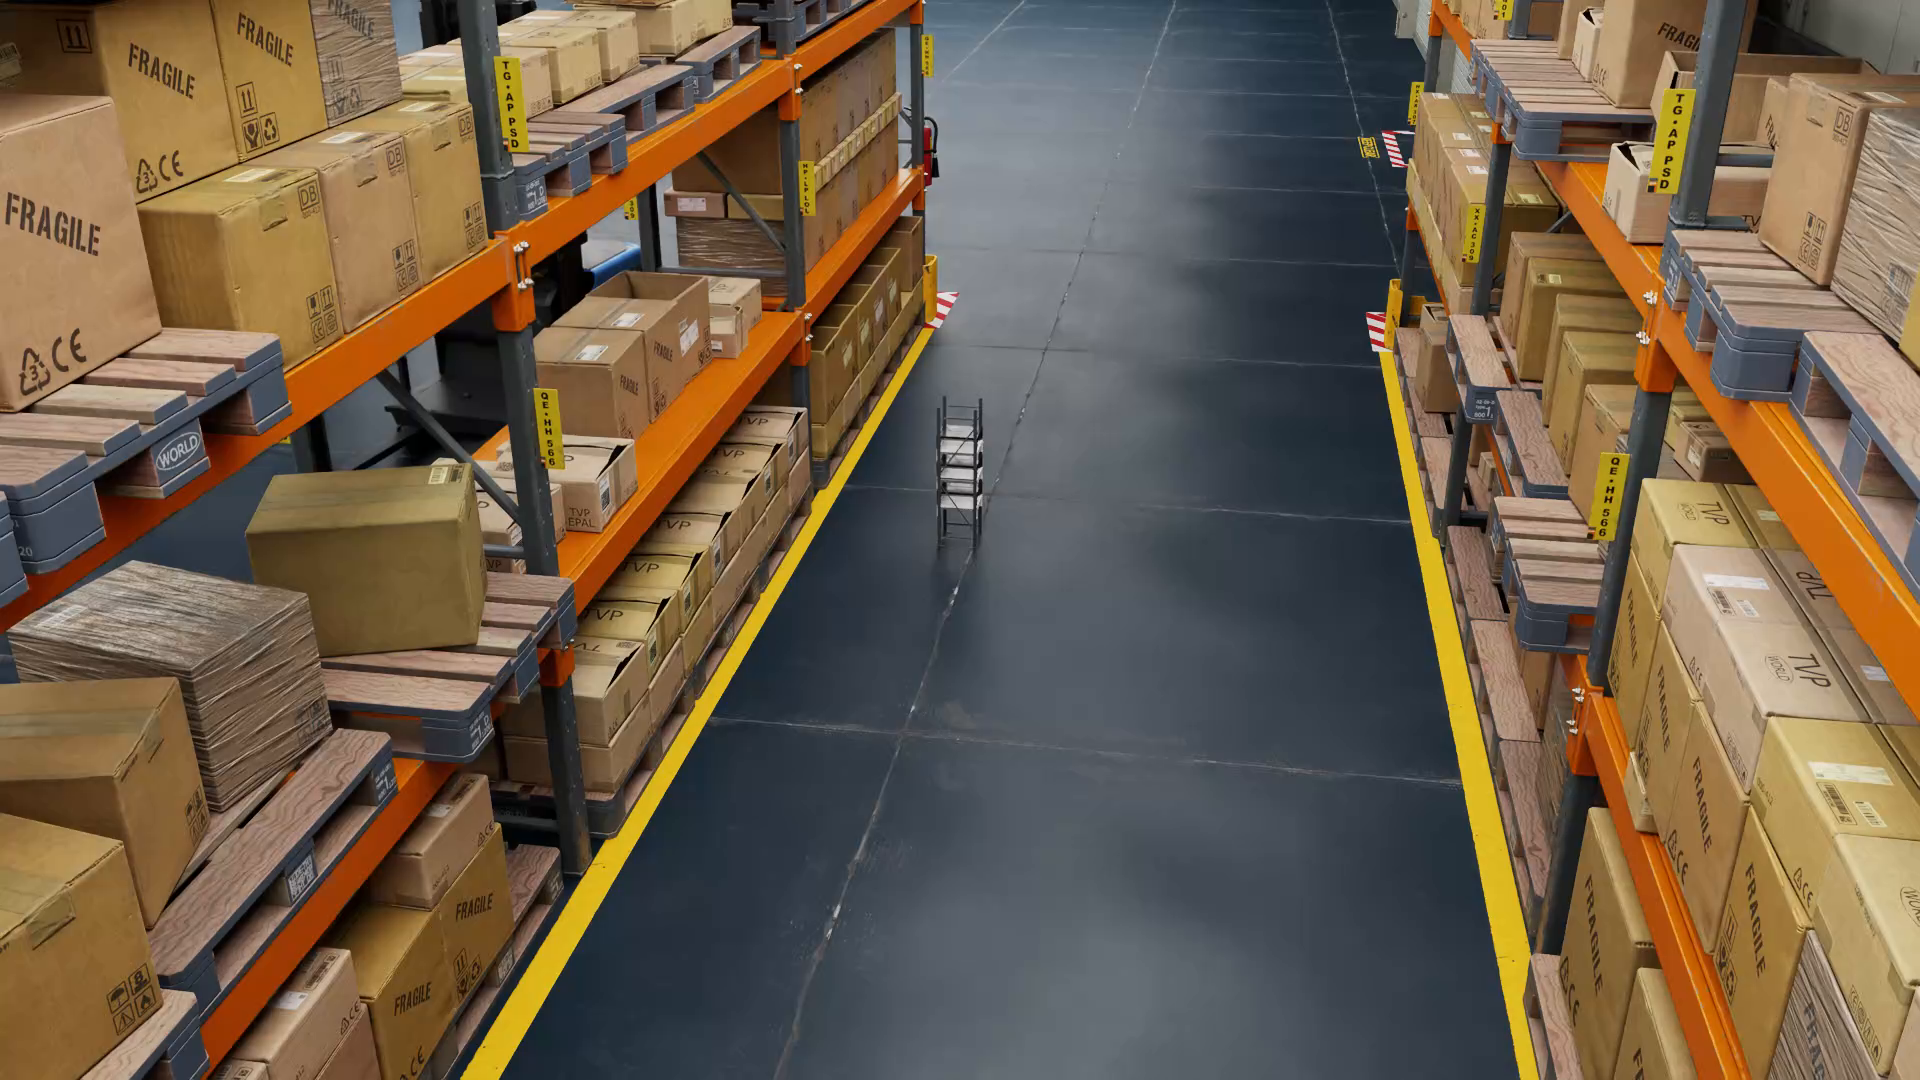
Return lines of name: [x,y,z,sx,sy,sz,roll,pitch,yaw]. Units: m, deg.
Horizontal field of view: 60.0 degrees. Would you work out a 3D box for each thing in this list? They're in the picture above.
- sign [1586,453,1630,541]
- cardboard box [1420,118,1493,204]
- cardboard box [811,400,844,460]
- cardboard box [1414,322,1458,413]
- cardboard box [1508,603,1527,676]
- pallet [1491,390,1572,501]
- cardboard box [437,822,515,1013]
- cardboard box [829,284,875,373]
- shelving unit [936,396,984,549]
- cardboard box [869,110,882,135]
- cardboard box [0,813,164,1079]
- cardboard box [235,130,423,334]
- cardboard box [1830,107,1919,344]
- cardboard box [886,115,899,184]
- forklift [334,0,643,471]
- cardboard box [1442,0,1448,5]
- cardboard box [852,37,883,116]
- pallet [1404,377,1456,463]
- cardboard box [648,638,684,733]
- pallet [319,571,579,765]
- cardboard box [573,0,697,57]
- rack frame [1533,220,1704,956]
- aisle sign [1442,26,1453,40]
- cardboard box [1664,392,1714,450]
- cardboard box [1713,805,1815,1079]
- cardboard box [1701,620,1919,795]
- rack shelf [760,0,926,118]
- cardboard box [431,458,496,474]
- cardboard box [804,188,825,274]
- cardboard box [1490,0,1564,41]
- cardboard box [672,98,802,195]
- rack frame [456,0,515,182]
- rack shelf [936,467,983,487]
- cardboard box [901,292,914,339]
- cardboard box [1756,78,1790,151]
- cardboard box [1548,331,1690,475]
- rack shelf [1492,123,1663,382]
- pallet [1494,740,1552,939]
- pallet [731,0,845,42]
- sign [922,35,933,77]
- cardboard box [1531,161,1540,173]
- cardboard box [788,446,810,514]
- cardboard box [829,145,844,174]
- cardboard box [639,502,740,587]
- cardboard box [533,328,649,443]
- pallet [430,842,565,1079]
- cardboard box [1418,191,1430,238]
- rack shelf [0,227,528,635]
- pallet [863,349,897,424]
sign: [2.246,-0.147,5.754,0.100,0.325,0.005,4,25,9]
cardboard box: [3.534,-2.651,11.645,0.500,0.500,0.500,3,25,7]
cardboard box: [-1.077,-0.758,11.079,0.500,0.250,0.500,4,25,9]
cardboard box: [3.626,-1.213,11.734,0.700,0.500,0.500,2,25,5]
cardboard box: [3.174,0.374,8.343,0.700,0.500,0.500,4,25,9]
pallet: [3.066,-0.369,7.727,1.003,0.211,1.213,4,25,9]
cardboard box: [-2.026,1.373,6.207,0.500,0.500,0.500,5,26,11]
cardboard box: [-0.904,-1.515,11.812,0.500,0.500,0.500,4,25,9]
shelving unit: [-0.001,-0.404,10.052,0.258,0.900,0.210,4,25,9]
cardboard box: [-0.799,-3.157,12.574,0.380,0.149,0.250,4,25,9]
cardboard box: [-2.411,0.996,3.971,0.700,0.500,0.500,8,26,17]
cardboard box: [-2.227,-0.973,5.134,0.910,0.500,0.500,4,25,9]
cardboard box: [2.725,-0.796,4.238,0.700,0.500,0.500,3,25,6]
cardboard box: [-0.887,-3.164,13.353,0.700,0.500,0.500,4,25,9]
forklift: [-3.284,-2.042,11.155,1.130,2.935,3.031,8,26,16]
cardboard box: [3.666,-4.039,11.662,0.500,0.500,0.500,6,26,12]
cardboard box: [-0.976,-3.509,12.560,0.700,0.500,0.500,3,25,7]
pallet: [3.708,-0.830,11.775,1.003,0.211,1.213,4,25,9]
cardboard box: [-1.649,0.679,8.009,0.500,0.250,0.500,3,25,7]
pallet: [-2.147,0.408,6.066,1.213,0.211,1.003,4,25,9]
cardboard box: [-1.649,-2.634,8.482,0.500,0.250,0.500,2,25,3]
rack frame: [2.782,0.375,5.911,1.000,3.000,0.127,4,25,9]
aisle sign: [3.806,-4.199,12.617,0.394,0.787,0.004,4,25,9]
cardboard box: [2.847,-0.446,6.262,0.380,0.149,0.250,0,25,0]
cardboard box: [2.196,1.015,4.050,0.500,0.500,0.500,5,25,10]
cardboard box: [2.289,0.452,4.369,0.500,0.250,0.500,4,25,9]
rack shelf: [-1.125,-3.509,11.519,1.077,0.370,4.000,4,25,9]
cardboard box: [-2.231,-0.248,7.539,0.380,0.149,0.250,4,25,9]
cardboard box: [-1.305,-2.092,11.064,0.700,0.500,0.500,4,25,8]
cardboard box: [3.275,-2.941,9.314,0.500,0.500,0.500,5,25,10]
cardboard box: [-1.385,-2.459,10.316,0.700,0.500,0.500,4,25,9]
rack frame: [-2.105,-2.684,5.369,1.000,3.000,0.127,4,25,9]
rack shelf: [-0.001,-0.374,10.066,0.258,0.077,0.200,4,25,9]
cardboard box: [-0.664,-1.803,13.312,0.500,0.250,0.500,4,25,9]
cardboard box: [3.127,-1.323,5.859,0.500,0.500,0.500,4,25,9]
cardboard box: [3.031,-0.590,7.335,0.700,0.500,0.500,4,25,9]
rack shelf: [3.109,-1.495,7.215,1.077,0.370,4.000,4,25,9]
pallet: [2.912,1.311,7.200,1.003,0.211,1.213,4,25,9]
pallet: [-1.338,-3.317,10.364,1.003,0.211,1.213,4,25,9]
sign: [-0.265,-3.901,13.401,0.100,0.325,0.005,4,25,9]
cardboard box: [3.894,-2.185,10.649,0.500,0.500,0.500,5,25,10]
cardboard box: [-1.233,-0.391,10.296,0.500,0.250,0.500,4,25,8]
cardboard box: [-1.010,-2.617,11.420,0.380,0.149,0.250,3,25,7]
cardboard box: [-1.483,-0.013,8.826,0.500,0.311,0.500,4,25,8]
cardboard box: [-1.847,-0.715,8.122,0.500,0.500,0.500,3,25,6]
pallet: [-2.265,1.606,6.571,1.003,0.211,1.213,4,25,9]
cardboard box: [3.537,-2.299,11.778,0.500,0.250,0.500,4,25,8]
rack shelf: [-2.432,-0.163,4.371,1.077,0.370,4.000,4,25,9]
pallet: [-1.083,-1.218,12.604,1.003,0.211,1.213,4,25,9]
